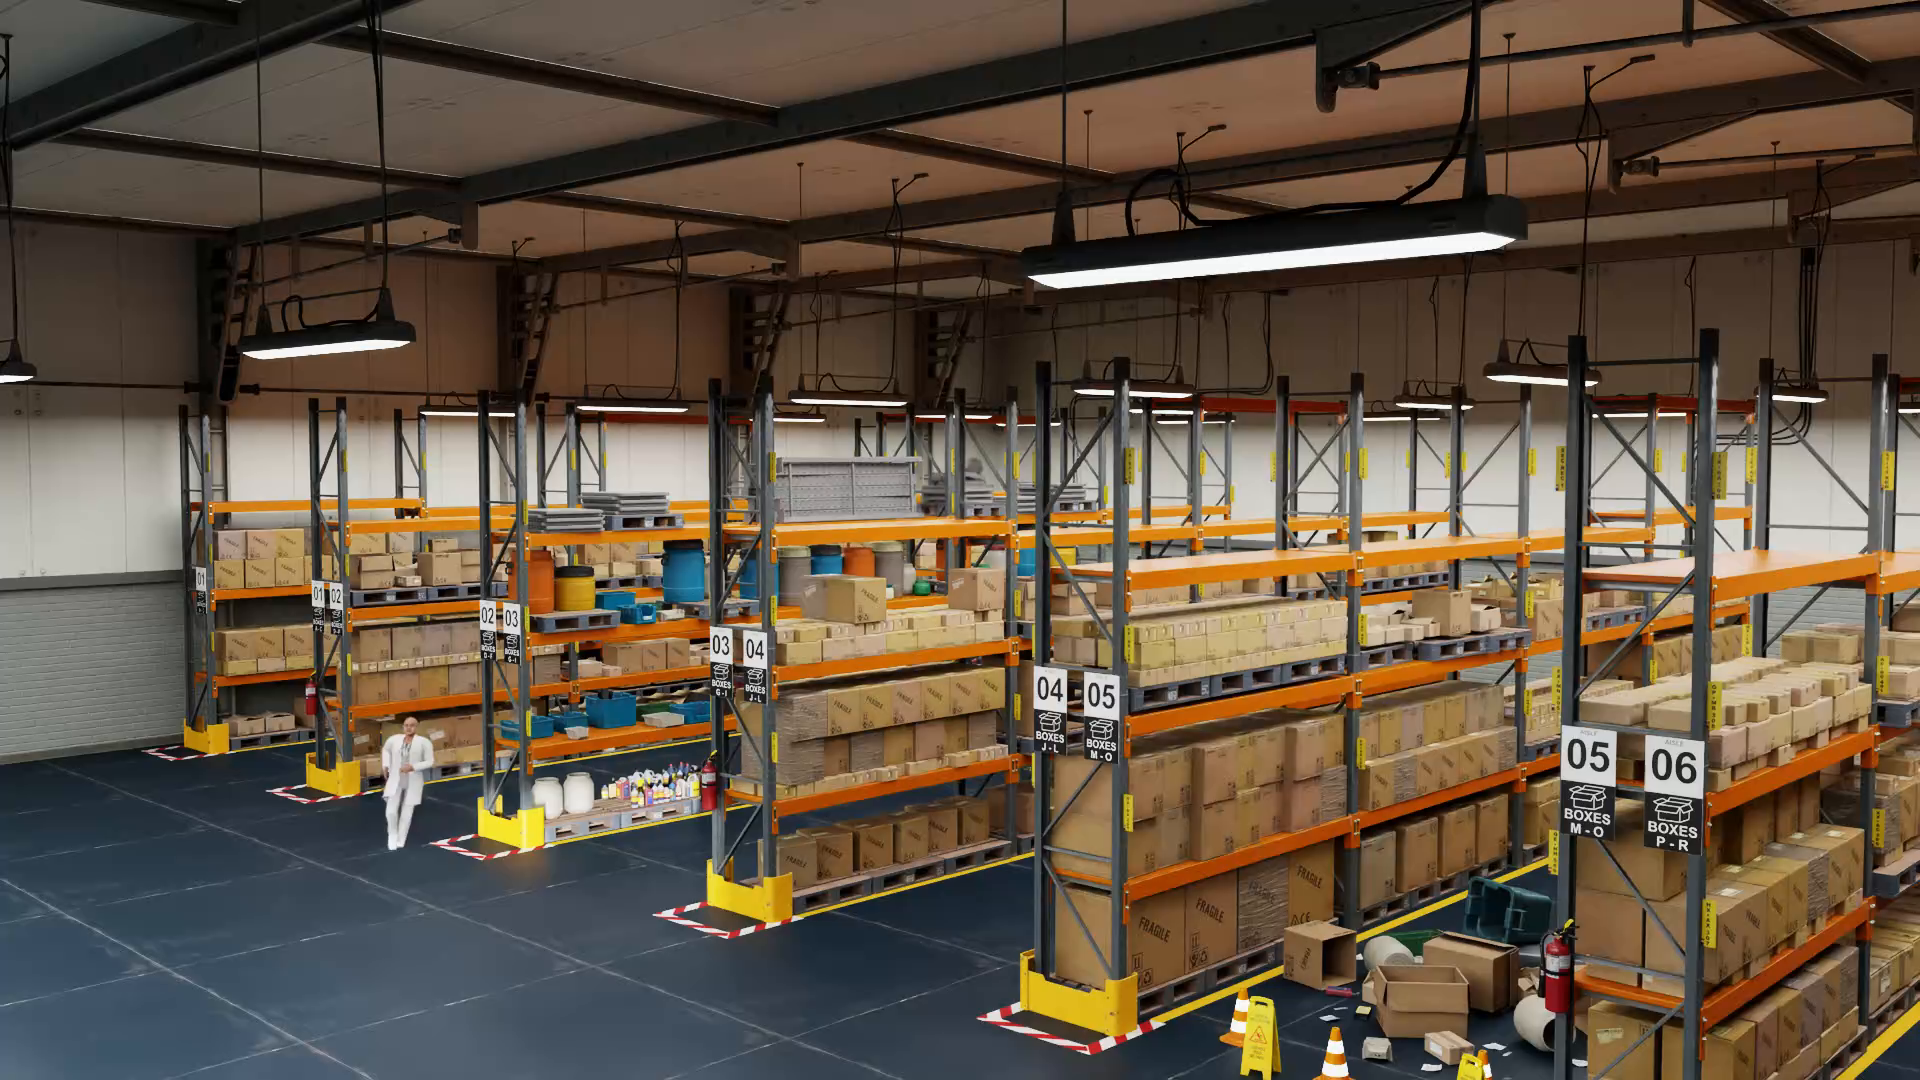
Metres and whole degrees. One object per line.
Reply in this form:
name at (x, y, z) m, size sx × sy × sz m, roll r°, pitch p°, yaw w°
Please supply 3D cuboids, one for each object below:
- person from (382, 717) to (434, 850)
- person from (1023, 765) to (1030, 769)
person at (-7.157, 3.150, 21.548) m, size 0.677 × 1.727 × 0.694 m, roll -1°, pitch 3°, yaw -11°
person at (0.858, 3.017, 25.944) m, size 0.621 × 1.651 × 0.761 m, roll 2°, pitch 3°, yaw 30°
